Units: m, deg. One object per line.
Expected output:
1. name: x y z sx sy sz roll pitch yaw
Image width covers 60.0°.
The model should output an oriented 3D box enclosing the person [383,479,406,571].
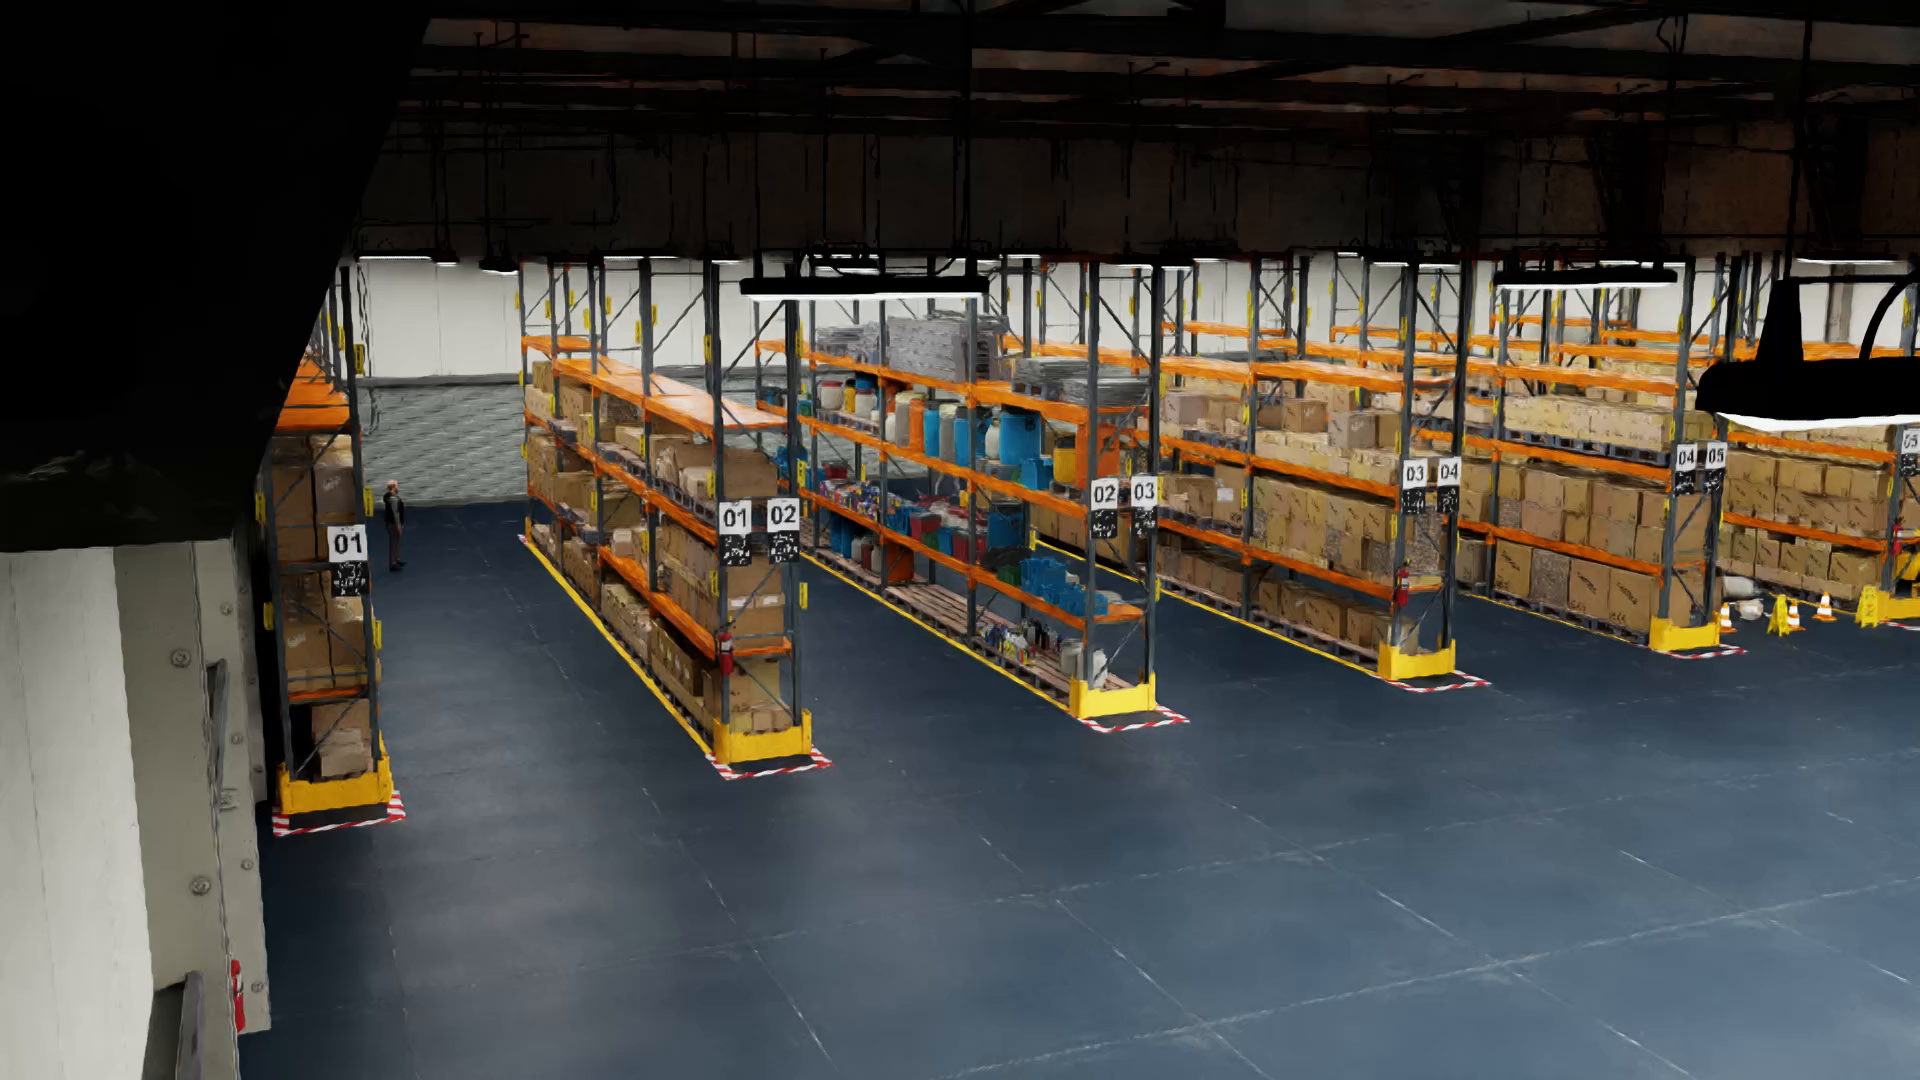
1. person: -10.817 -0.310 31.834 0.383 1.729 0.653 -6 12 -28

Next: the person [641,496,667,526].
1. person: -5.931 -0.422 32.554 0.554 1.712 1.031 -5 11 -23

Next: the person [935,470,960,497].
1. person: -0.282 -1.798 40.670 0.881 1.501 0.453 10 14 43
